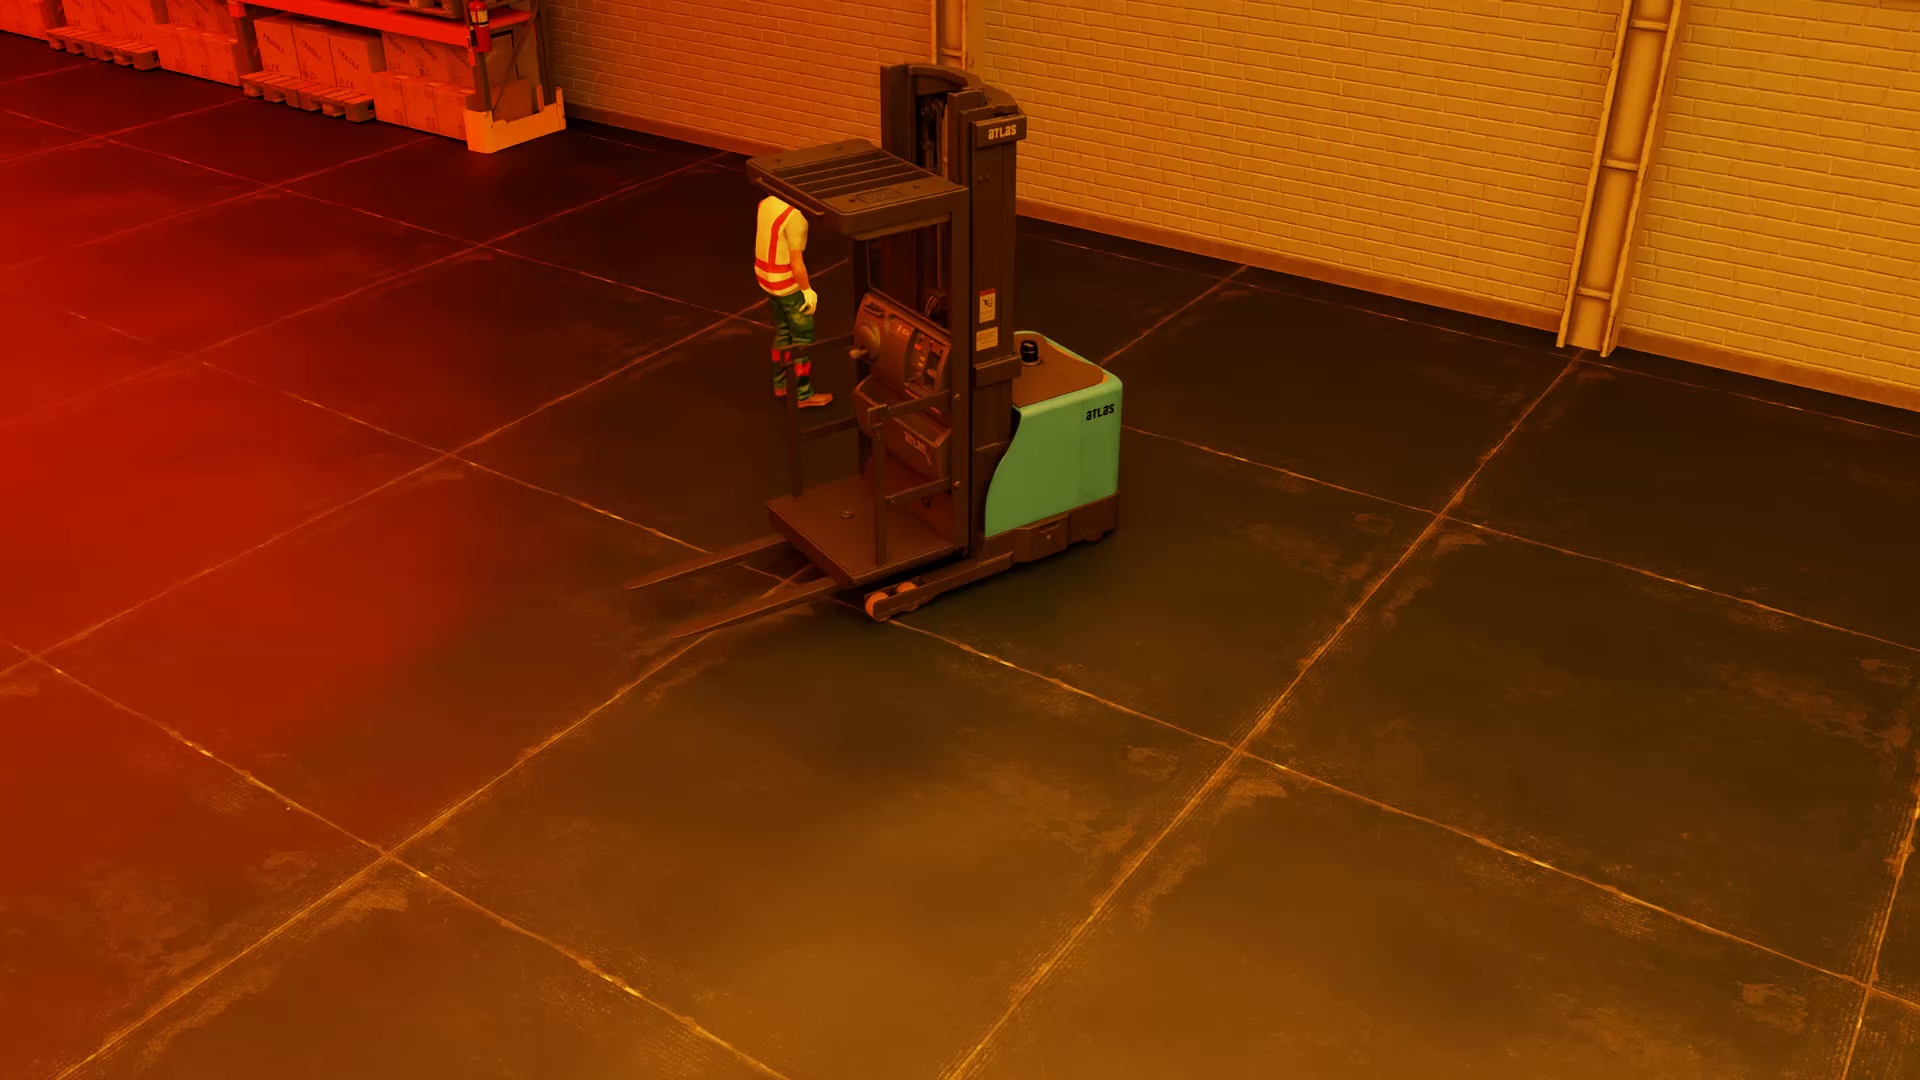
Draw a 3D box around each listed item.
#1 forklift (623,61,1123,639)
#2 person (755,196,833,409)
[{"bbox_3d":[-0.507,-1.097,9.471,3.031,2.935,1.130,-19,35,-29],"label":"forklift"},{"bbox_3d":[-1.209,-1.831,11.886,0.451,1.777,0.618,-18,35,-28],"label":"person"}]
